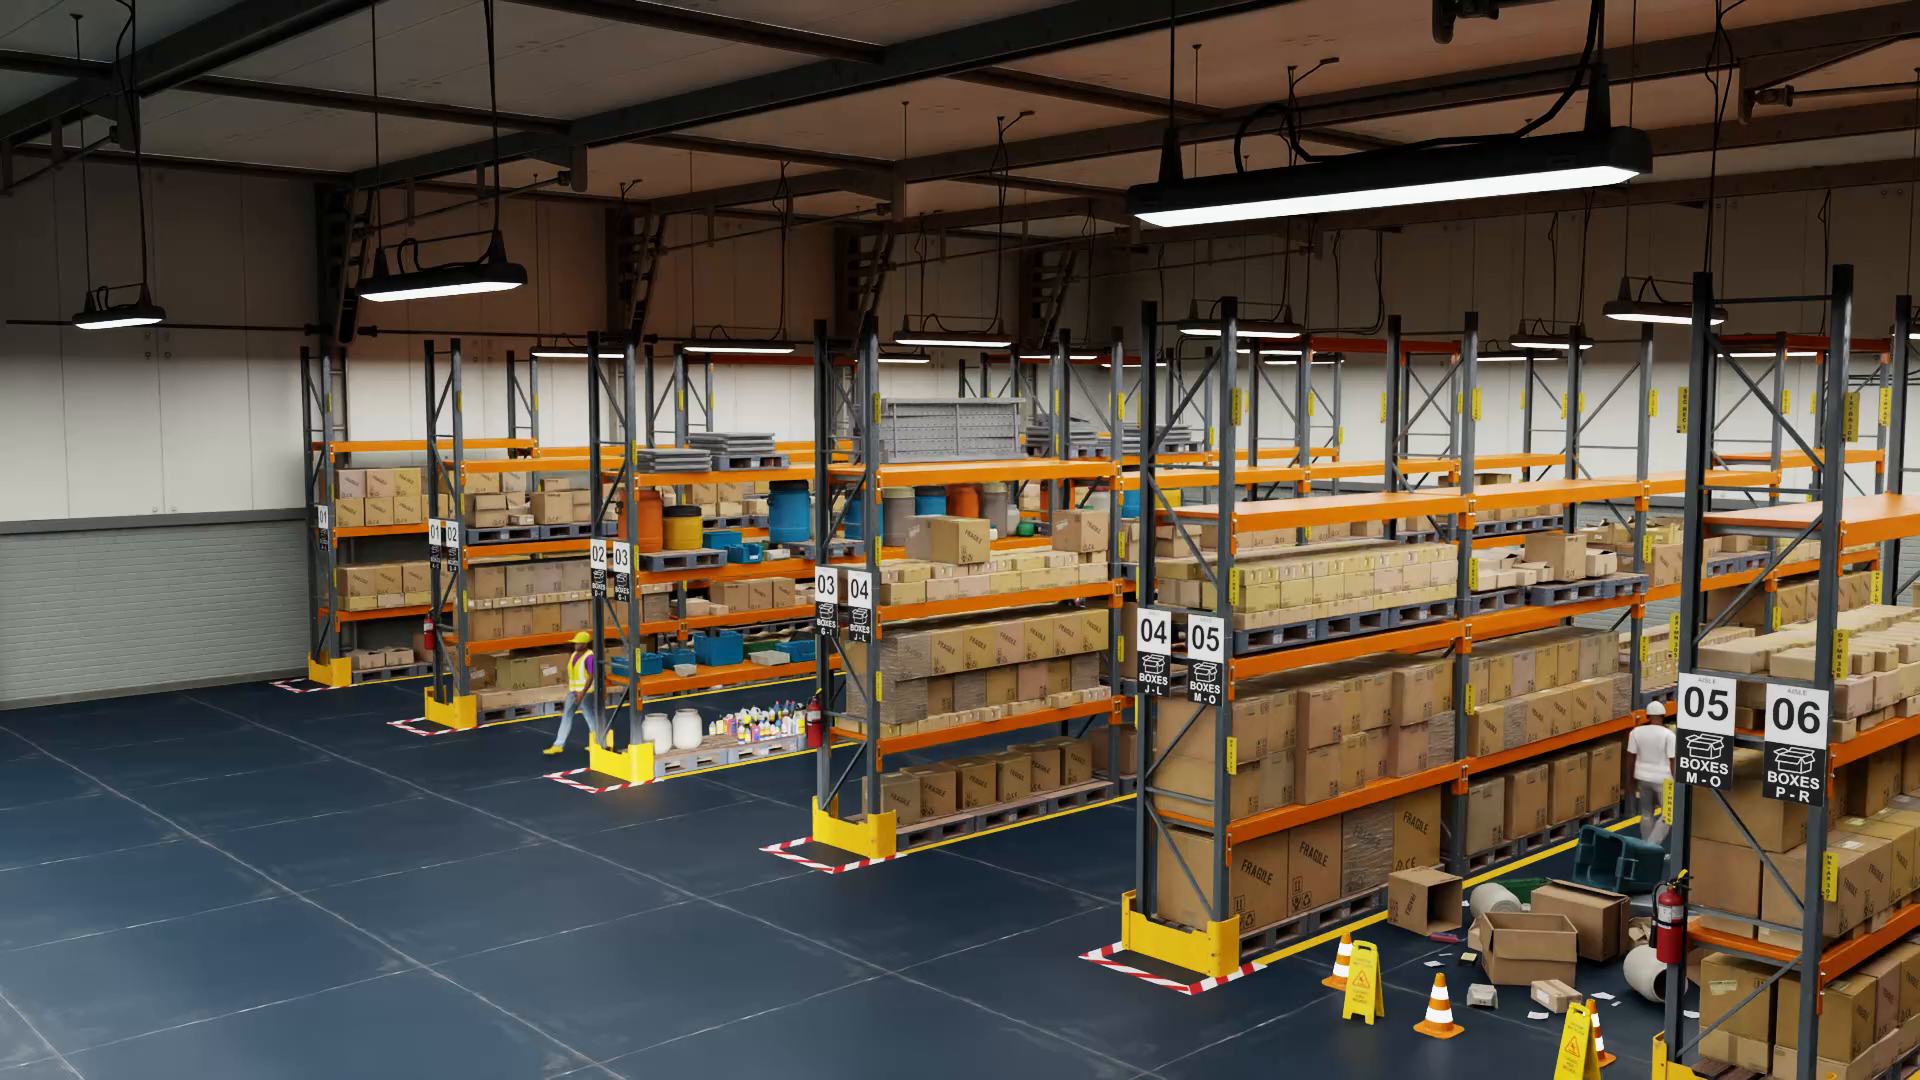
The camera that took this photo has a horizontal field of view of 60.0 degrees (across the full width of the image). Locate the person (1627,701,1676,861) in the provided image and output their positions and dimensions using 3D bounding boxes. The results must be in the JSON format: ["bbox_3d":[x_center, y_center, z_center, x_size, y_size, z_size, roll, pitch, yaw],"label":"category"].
[{"bbox_3d":[7.688,2.671,18.443,0.548,1.765,0.594,-5,7,-42],"label":"person"}]

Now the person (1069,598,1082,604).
[{"bbox_3d":[2.477,1.348,33.492,0.570,1.727,1.094,5,7,45],"label":"person"}]

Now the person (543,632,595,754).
[{"bbox_3d":[-5.491,2.185,23.791,0.583,1.730,0.857,4,6,35],"label":"person"}]
